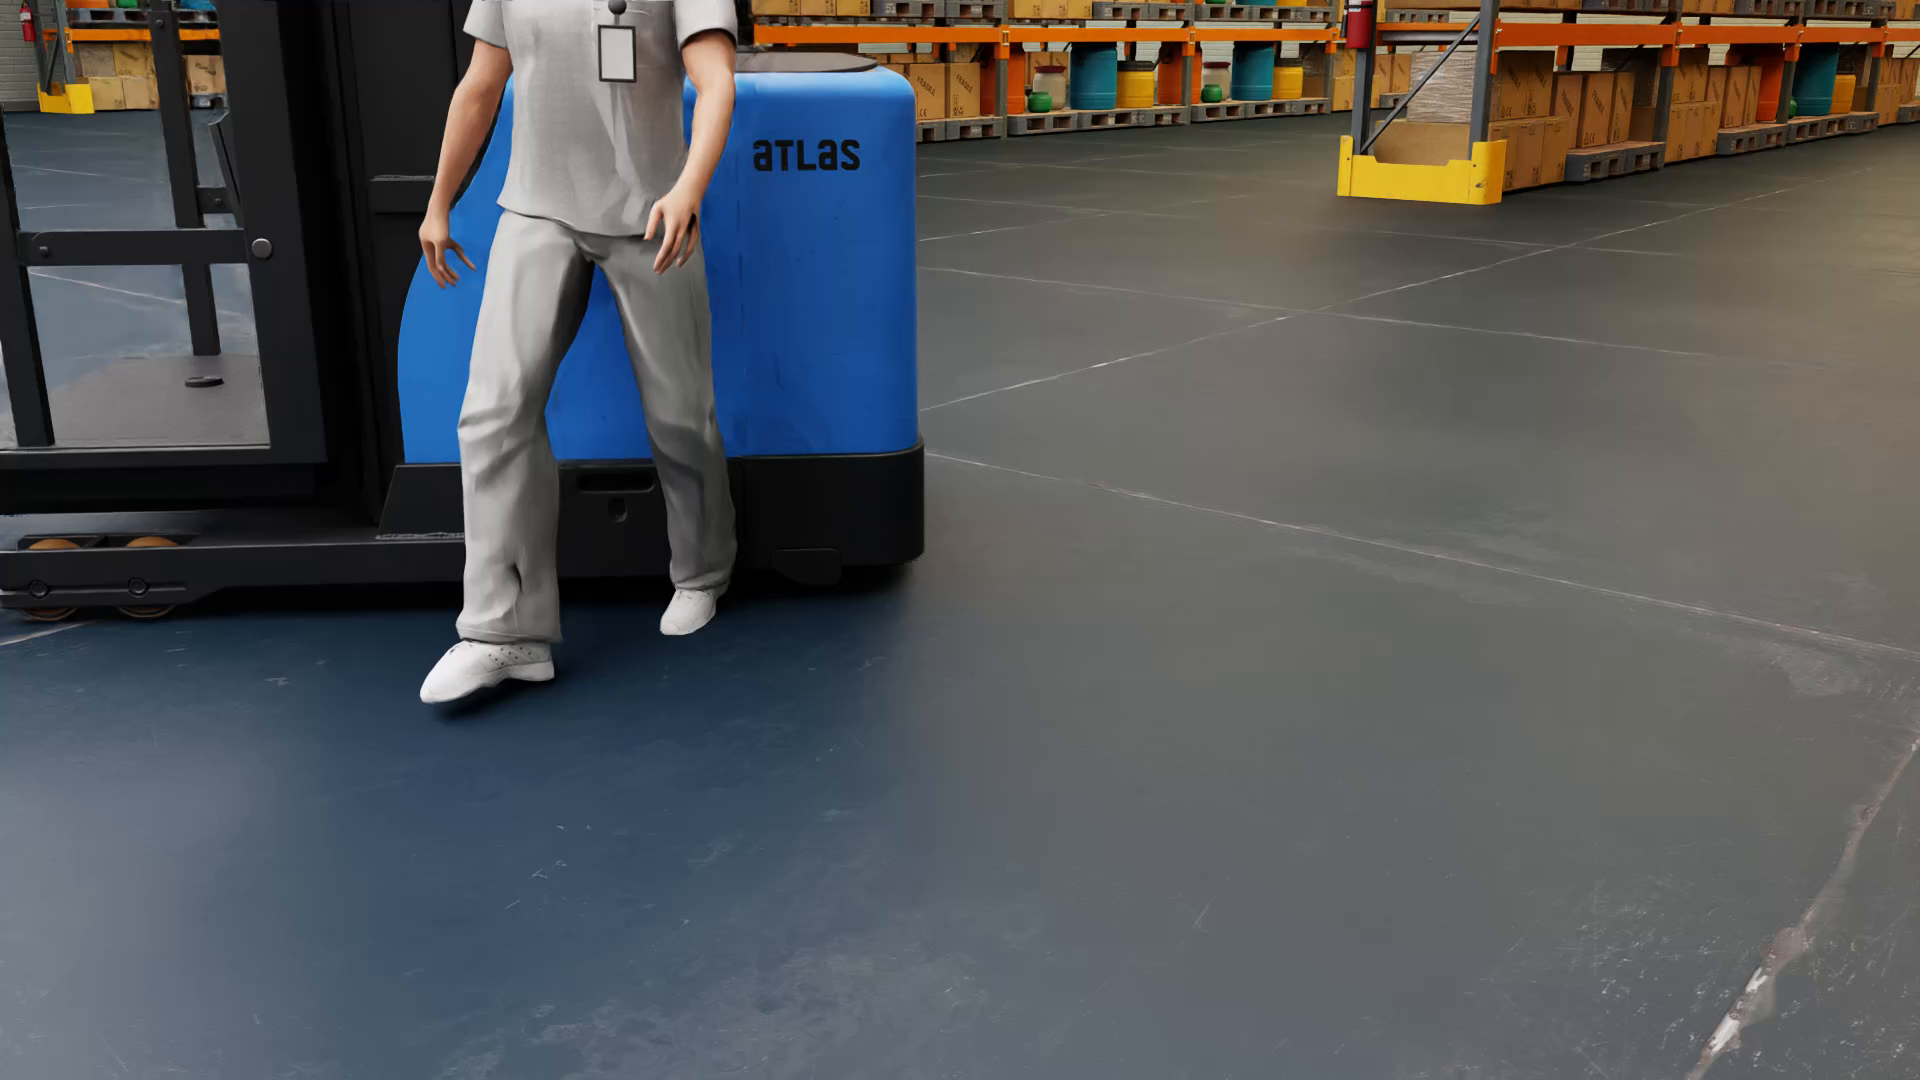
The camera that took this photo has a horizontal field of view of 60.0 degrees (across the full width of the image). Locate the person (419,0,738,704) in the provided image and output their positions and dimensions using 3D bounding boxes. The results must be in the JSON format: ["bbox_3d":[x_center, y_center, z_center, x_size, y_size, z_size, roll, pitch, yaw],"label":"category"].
[{"bbox_3d":[-0.699,-0.553,3.006,0.626,1.643,0.784,1,17,3],"label":"person"}]

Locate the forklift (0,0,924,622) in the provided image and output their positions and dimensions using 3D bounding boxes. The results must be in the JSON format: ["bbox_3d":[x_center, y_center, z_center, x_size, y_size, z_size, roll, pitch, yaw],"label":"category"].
[{"bbox_3d":[-1.624,-1.396,3.496,3.031,2.935,1.130,-1,17,-5],"label":"forklift"}]
